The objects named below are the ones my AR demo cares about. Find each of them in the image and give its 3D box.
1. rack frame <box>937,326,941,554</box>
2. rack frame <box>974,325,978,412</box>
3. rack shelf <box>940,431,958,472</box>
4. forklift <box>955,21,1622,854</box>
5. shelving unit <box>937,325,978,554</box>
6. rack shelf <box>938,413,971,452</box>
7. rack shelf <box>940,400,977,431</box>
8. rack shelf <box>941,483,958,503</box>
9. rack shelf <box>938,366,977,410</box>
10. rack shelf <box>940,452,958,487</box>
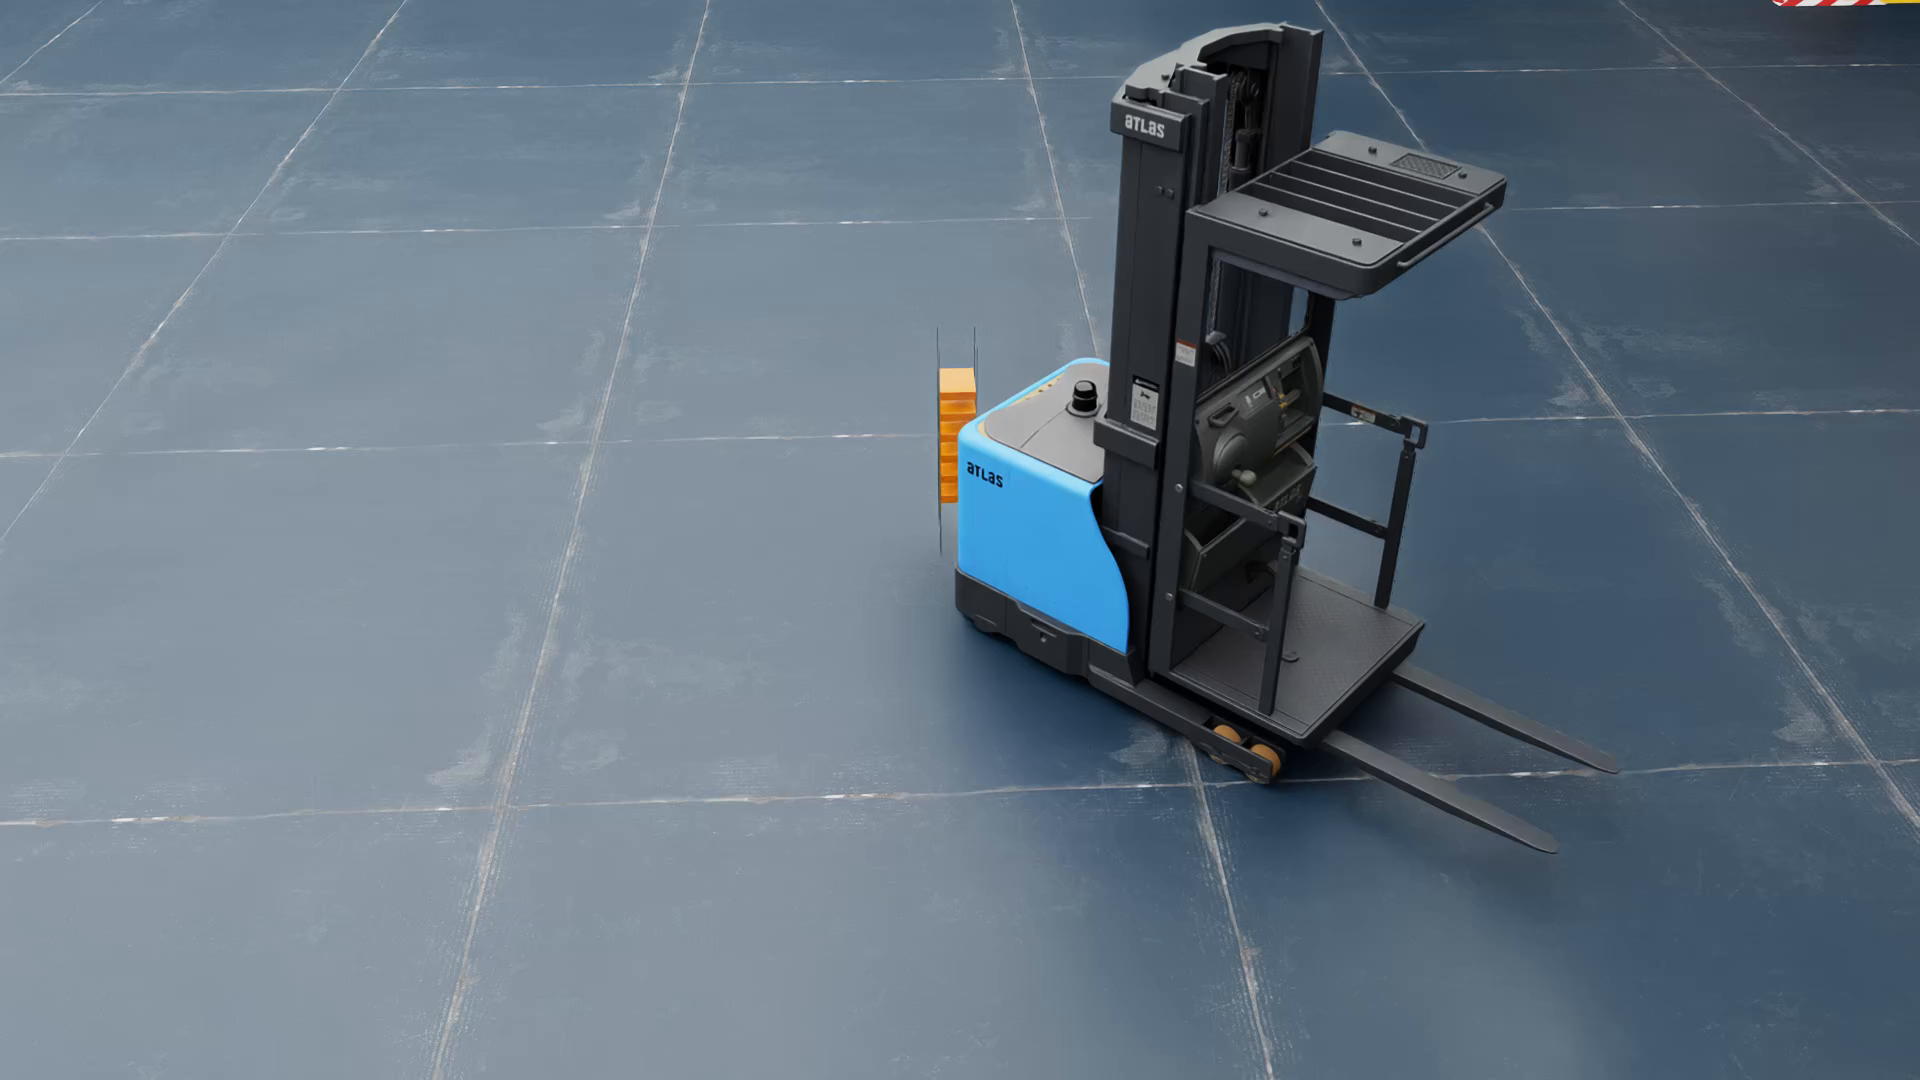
[{"bbox_3d":[-0.106,-0.491,8.404,0.006,1.200,0.240,-2,35,-2],"label":"rack frame"},{"bbox_3d":[0.077,-0.495,8.412,0.006,1.200,0.240,-2,35,-2],"label":"rack frame"},{"bbox_3d":[-0.014,-0.456,8.433,0.180,0.103,0.258,-2,35,-2],"label":"rack shelf"},{"bbox_3d":[1.420,-0.489,6.881,3.031,2.935,1.130,26,42,32],"label":"forklift"},{"bbox_3d":[-0.014,-0.493,8.408,0.189,1.200,0.258,-2,35,-2],"label":"shelving unit"},{"bbox_3d":[-0.014,-0.555,8.365,0.180,0.103,0.258,-2,35,-2],"label":"rack shelf"},{"bbox_3d":[-0.014,-0.654,8.297,0.180,0.103,0.258,-2,35,-2],"label":"rack shelf"},{"bbox_3d":[-0.014,-0.259,8.570,0.180,0.103,0.258,-2,35,-2],"label":"rack shelf"},{"bbox_3d":[-0.014,-0.752,8.228,0.180,0.103,0.258,-2,35,-2],"label":"rack shelf"},{"bbox_3d":[-0.014,-0.358,8.502,0.180,0.103,0.258,-2,35,-2],"label":"rack shelf"}]
